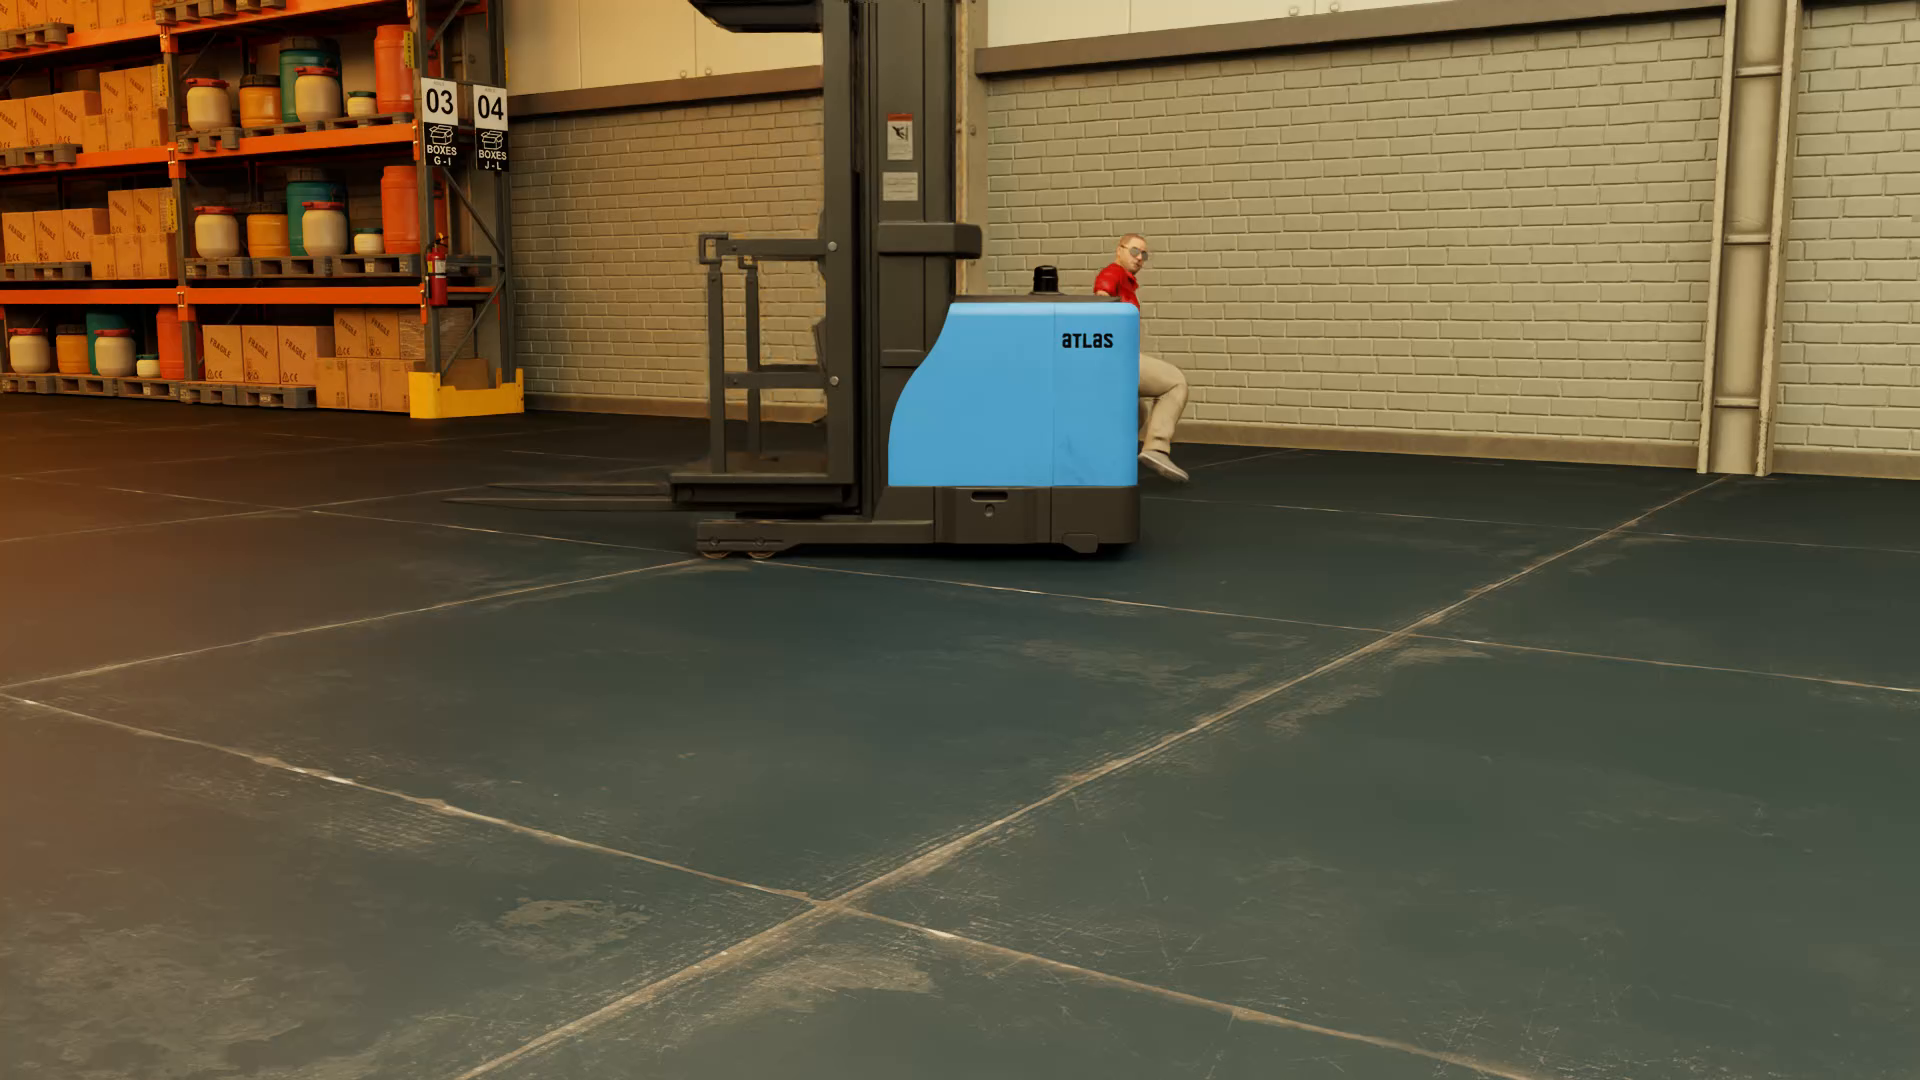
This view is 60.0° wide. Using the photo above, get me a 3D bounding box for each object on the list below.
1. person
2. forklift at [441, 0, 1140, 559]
[{"bbox_3d":[1.028,-1.048,9.815,0.691,1.507,0.792,-2,8,-14],"label":"person"},{"bbox_3d":[-0.738,-1.444,7.346,3.031,2.935,1.130,0,8,2],"label":"forklift"}]
